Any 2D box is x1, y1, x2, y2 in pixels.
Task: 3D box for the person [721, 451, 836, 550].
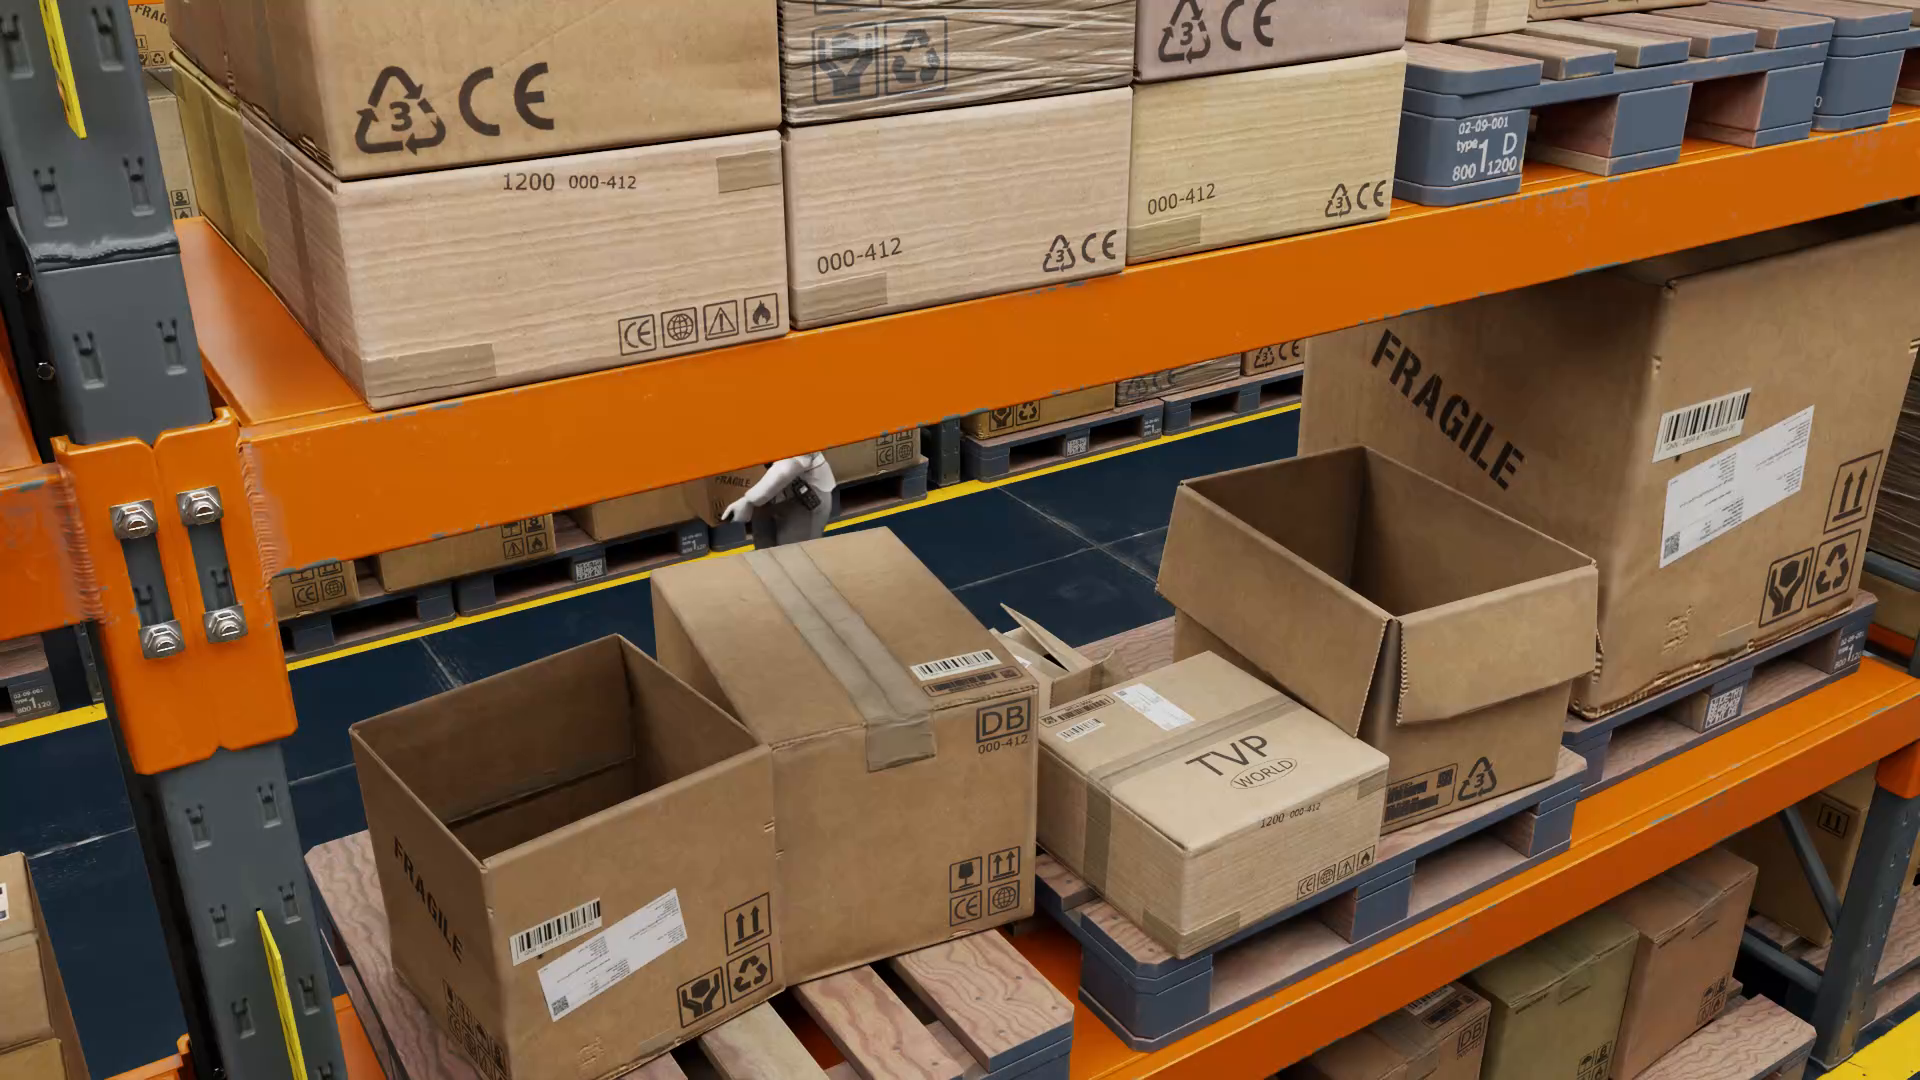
[{"bbox_3d":[-0.727,-0.138,6.376,0.532,1.690,0.459,-15,29,-29],"label":"person"}]
